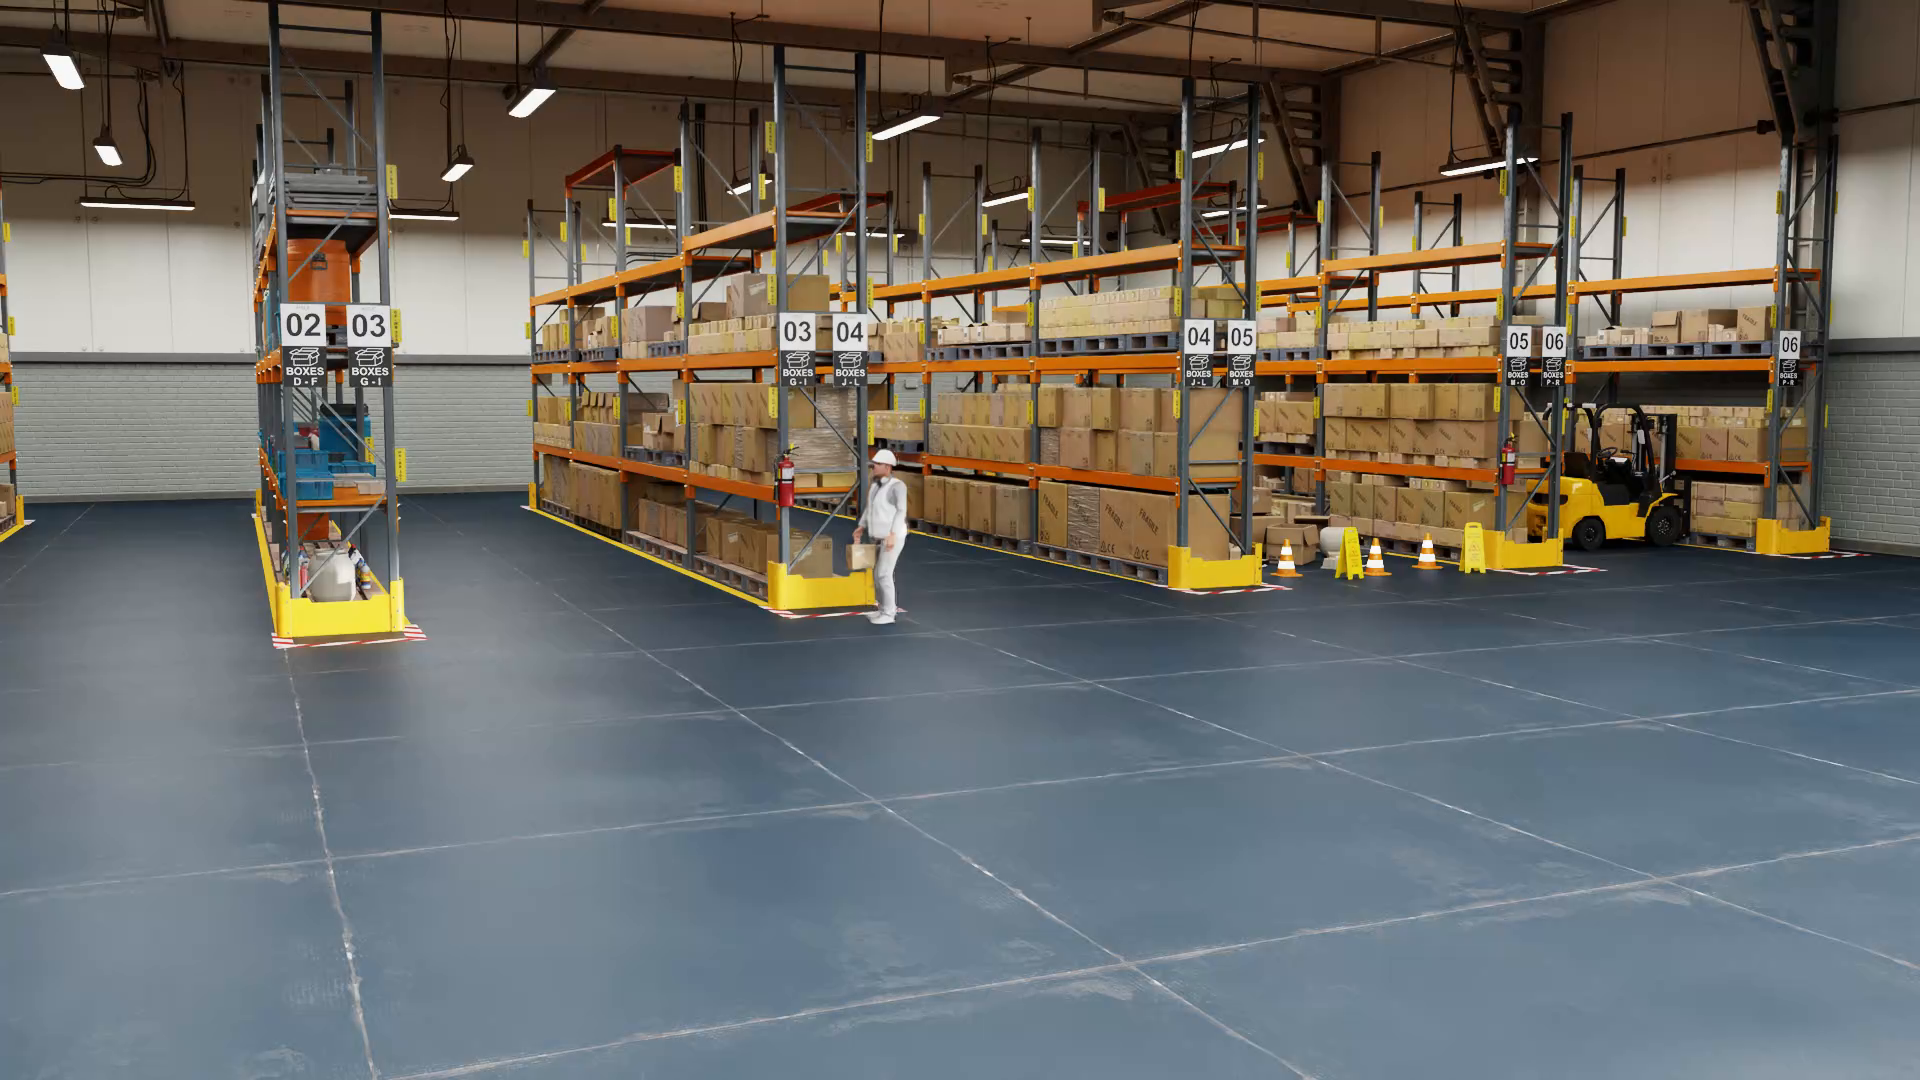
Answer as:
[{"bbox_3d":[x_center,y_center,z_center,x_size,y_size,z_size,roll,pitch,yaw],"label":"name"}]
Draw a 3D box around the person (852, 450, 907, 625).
[{"bbox_3d":[-0.800,-0.036,17.018,0.490,1.769,0.602,-4,6,-34],"label":"person"}]
